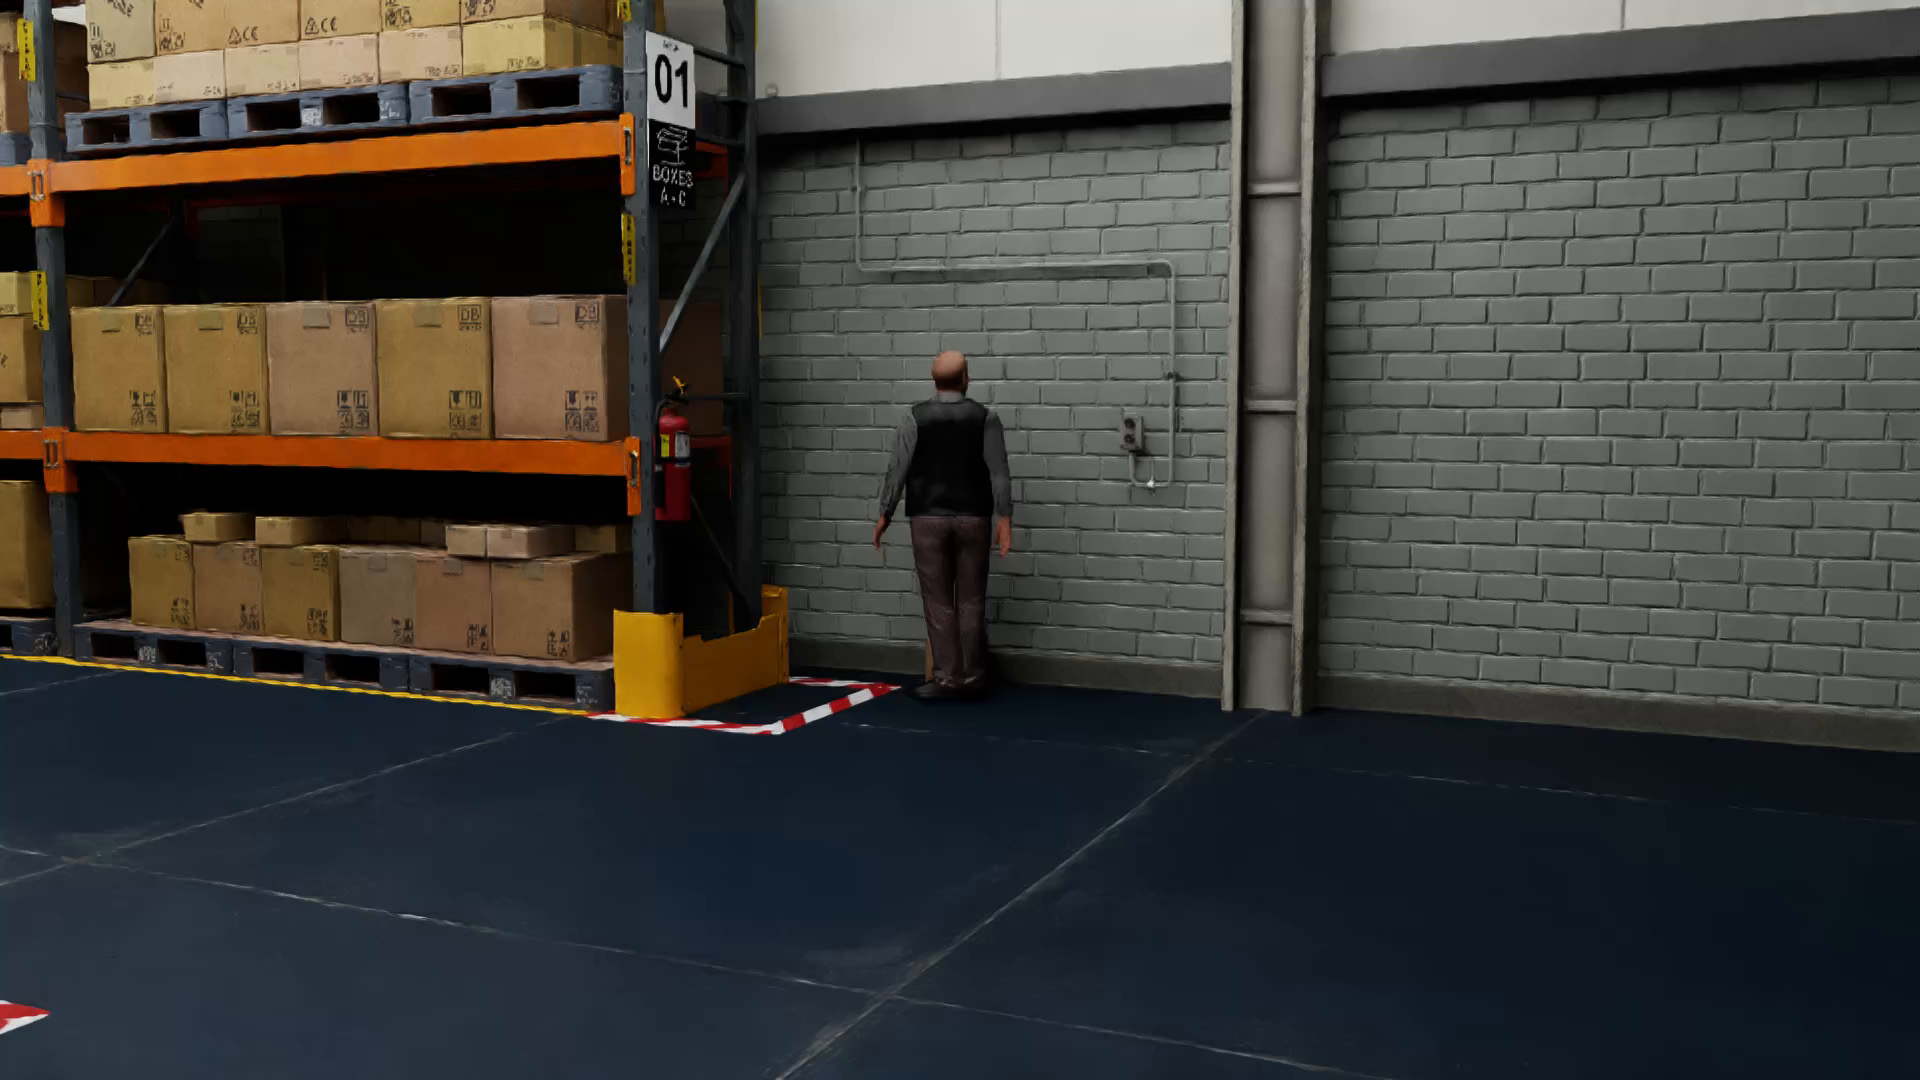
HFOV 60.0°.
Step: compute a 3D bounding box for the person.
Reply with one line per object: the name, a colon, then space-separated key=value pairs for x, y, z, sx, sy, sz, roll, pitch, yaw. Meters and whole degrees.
person: x=-0.089 y=-0.072 z=8.229 sx=0.678 sy=1.725 sz=0.352 roll=-1 pitch=6 yaw=-5
